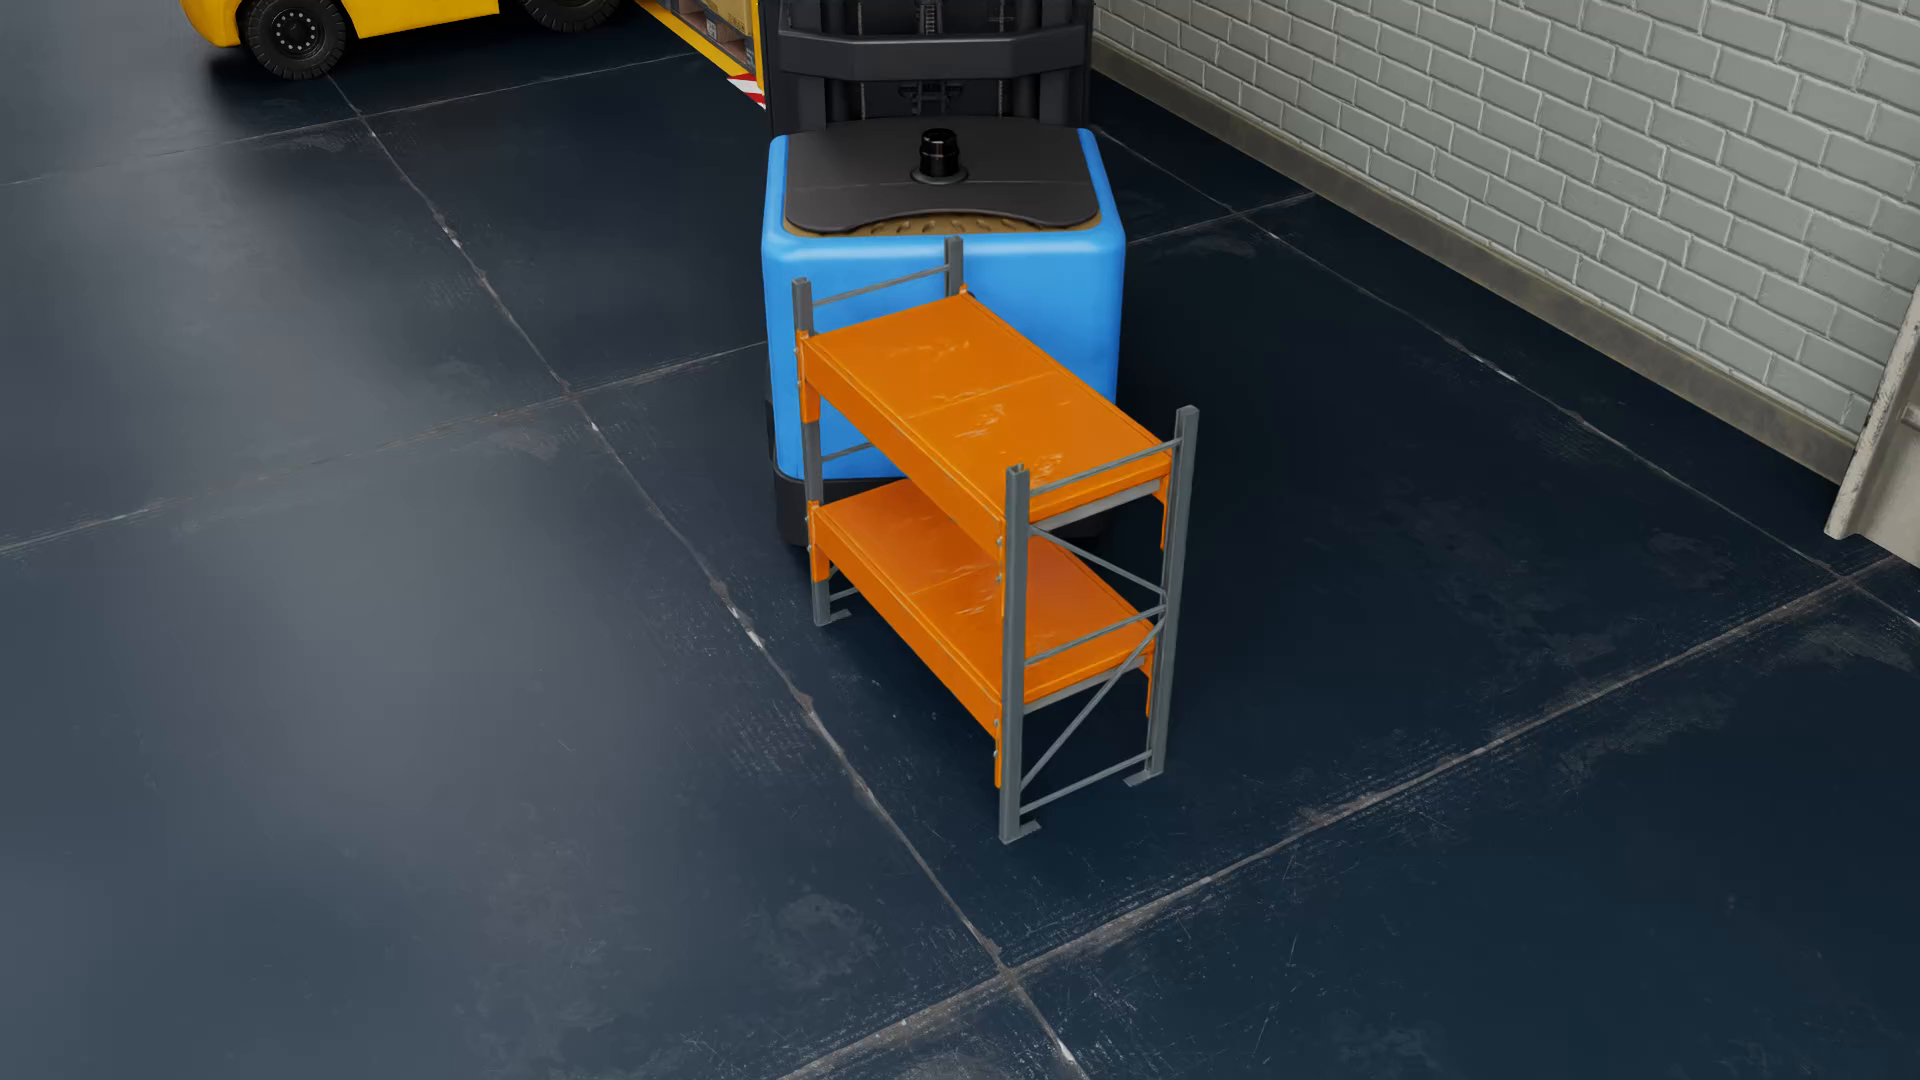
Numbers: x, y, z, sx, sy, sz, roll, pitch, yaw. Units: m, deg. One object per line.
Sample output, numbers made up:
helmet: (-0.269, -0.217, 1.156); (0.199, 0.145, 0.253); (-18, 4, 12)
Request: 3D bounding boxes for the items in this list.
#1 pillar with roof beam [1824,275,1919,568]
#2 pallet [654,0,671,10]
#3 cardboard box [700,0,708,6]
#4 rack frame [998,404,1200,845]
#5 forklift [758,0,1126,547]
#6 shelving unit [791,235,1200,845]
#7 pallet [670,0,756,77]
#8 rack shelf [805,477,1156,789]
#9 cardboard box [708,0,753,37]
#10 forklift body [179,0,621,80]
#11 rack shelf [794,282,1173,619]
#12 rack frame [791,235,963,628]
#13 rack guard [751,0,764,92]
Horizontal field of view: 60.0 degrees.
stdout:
pillar with roof beam: (-0.748, -2.331, 0.812); (9.100, 9.000, 0.400); (-19, 40, -24)
pallet: (-1.499, -3.495, 9.856); (1.003, 0.211, 1.213); (-19, 40, -24)
cardboard box: (-1.220, -3.084, 8.904); (0.500, 0.250, 0.500); (-19, 40, -24)
rack frame: (0.319, 0.231, 3.979); (0.500, 1.125, 0.032); (-20, 41, -25)
forklift: (-0.125, -2.010, 5.516); (1.130, 2.935, 3.031); (-2, 36, -3)
shelving unit: (0.053, -0.024, 4.330); (0.538, 1.125, 1.048); (-20, 41, -25)
pallet: (-0.890, -2.873, 9.005); (1.003, 0.211, 1.213); (-19, 40, -24)
rack shelf: (0.053, 0.173, 4.474); (0.538, 0.278, 1.000); (-20, 41, -25)
cardboard box: (-0.978, -2.827, 8.553); (0.500, 0.250, 0.500); (-19, 40, -24)
forklift body: (-2.999, -3.706, 8.500); (2.313, 2.155, 1.214); (-19, 40, -24)
rack shelf: (0.053, -0.261, 4.157); (0.538, 0.278, 1.000); (-20, 41, -25)
rack frame: (-0.212, -0.280, 4.680); (0.500, 1.125, 0.032); (-20, 41, -25)
rack guard: (-0.457, -2.600, 8.386); (1.175, 0.500, 0.348); (-19, 40, -24)
